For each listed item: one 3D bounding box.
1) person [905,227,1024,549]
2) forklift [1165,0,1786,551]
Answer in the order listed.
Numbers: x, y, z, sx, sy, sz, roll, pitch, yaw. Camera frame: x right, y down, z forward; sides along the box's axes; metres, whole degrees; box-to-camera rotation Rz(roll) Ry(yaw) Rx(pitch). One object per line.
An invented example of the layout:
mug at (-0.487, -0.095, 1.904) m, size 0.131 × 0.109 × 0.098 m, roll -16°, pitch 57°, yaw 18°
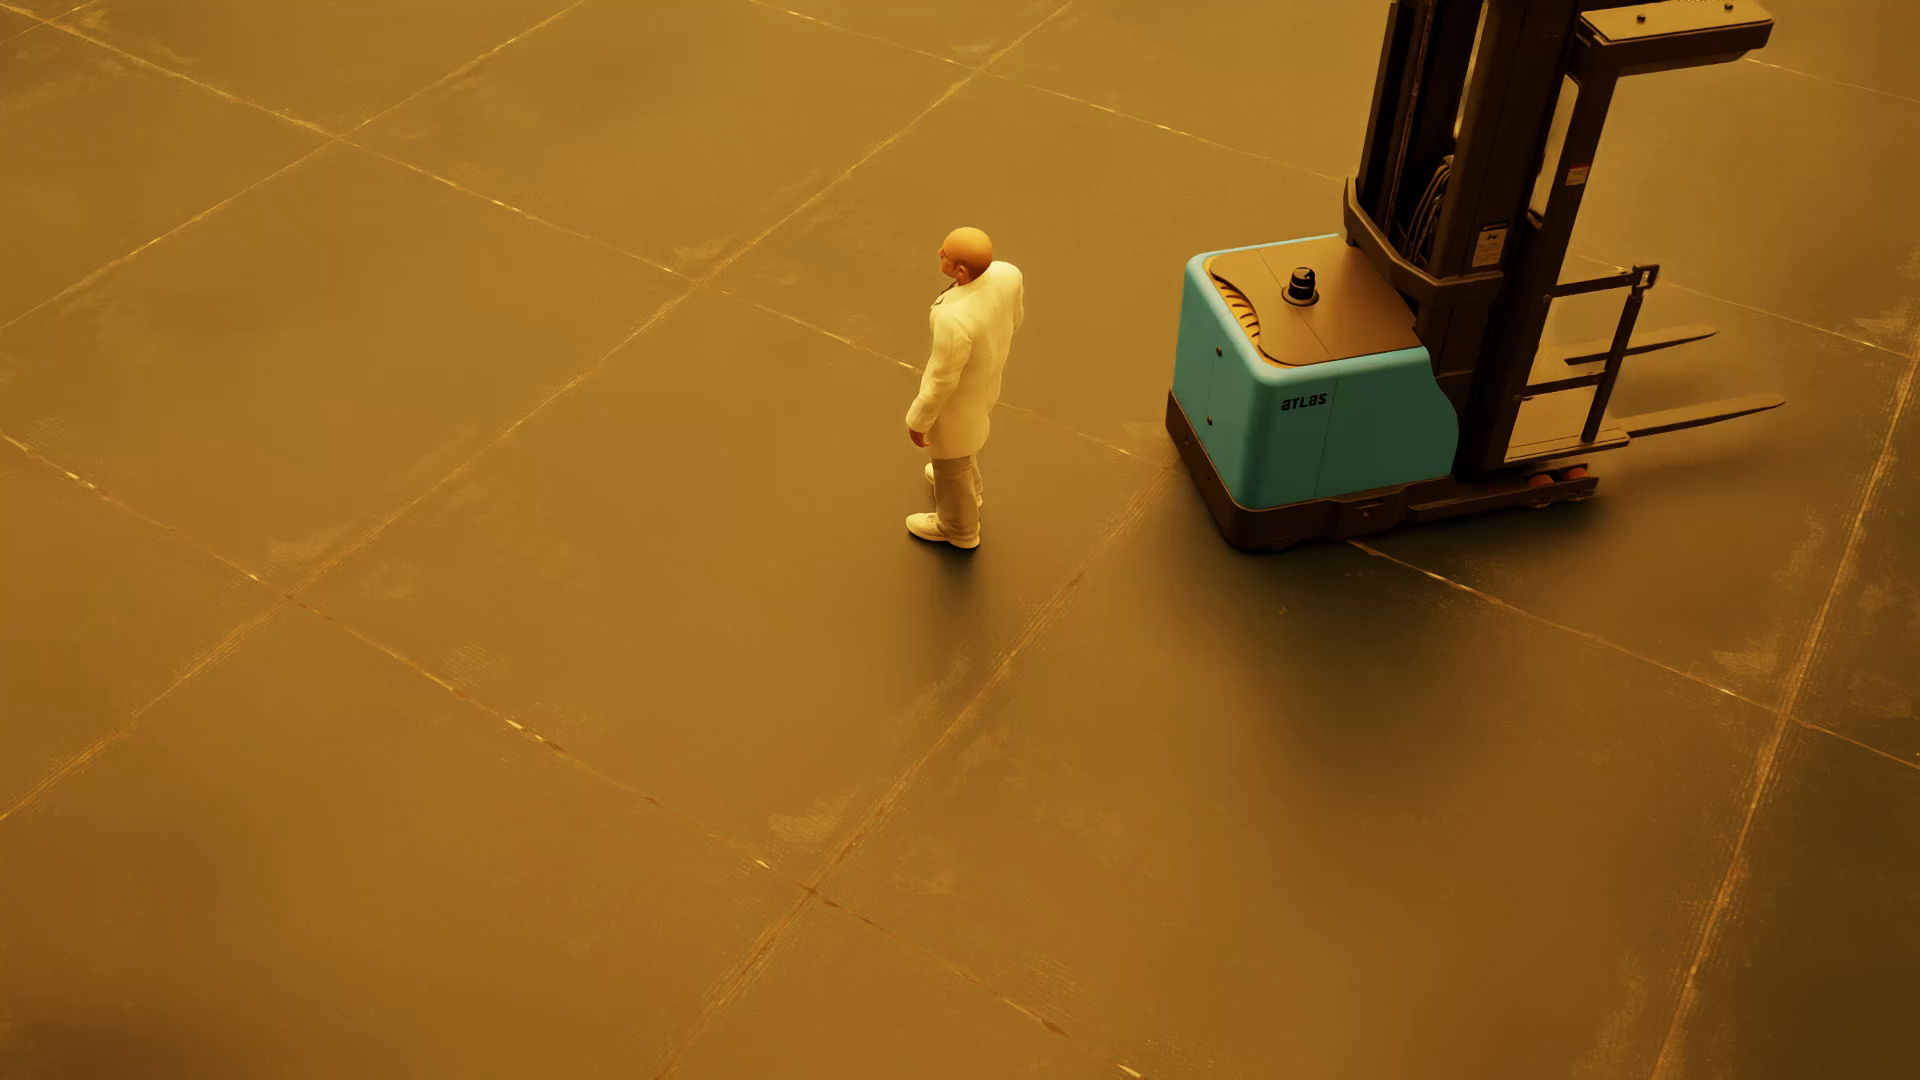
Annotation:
person at (-0.075, -0.687, 7.400) m, size 0.581 × 1.777 × 0.698 m, roll 24°, pitch 48°, yaw 23°
forklift at (2.623, -1.563, 7.497) m, size 3.031 × 2.935 × 1.130 m, roll -10°, pitch 44°, yaw -10°
